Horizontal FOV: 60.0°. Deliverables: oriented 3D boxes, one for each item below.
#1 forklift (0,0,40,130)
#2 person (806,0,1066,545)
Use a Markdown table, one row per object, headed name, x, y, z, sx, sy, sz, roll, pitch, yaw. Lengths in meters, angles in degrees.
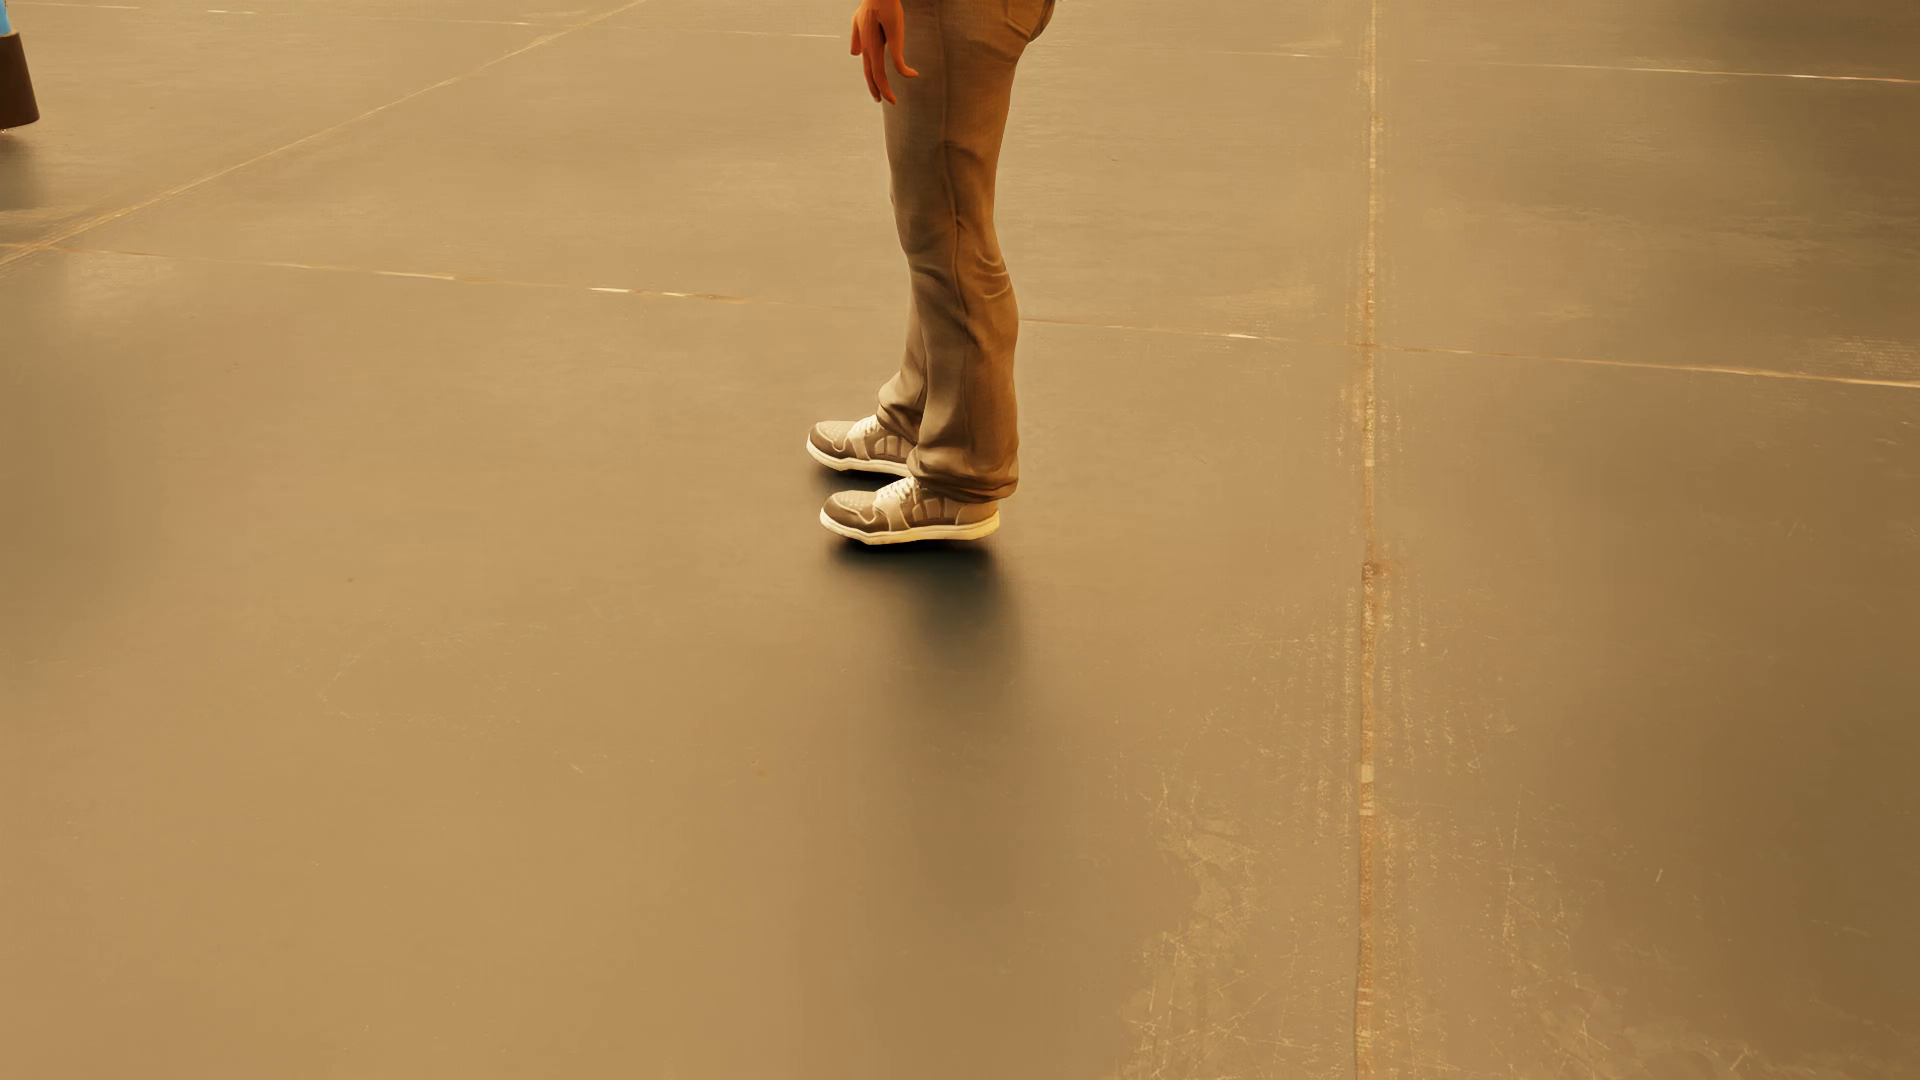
| name | x | y | z | sx | sy | sz | roll | pitch | yaw |
| --- | --- | --- | --- | --- | --- | --- | --- | --- | --- |
| forklift | -4.092 | -2.626 | 4.451 | 3.031 | 2.935 | 1.130 | 17 | 32 | 31 |
| person | -0.068 | -0.733 | 2.164 | 0.475 | 1.597 | 0.520 | 6 | 27 | 11 |
